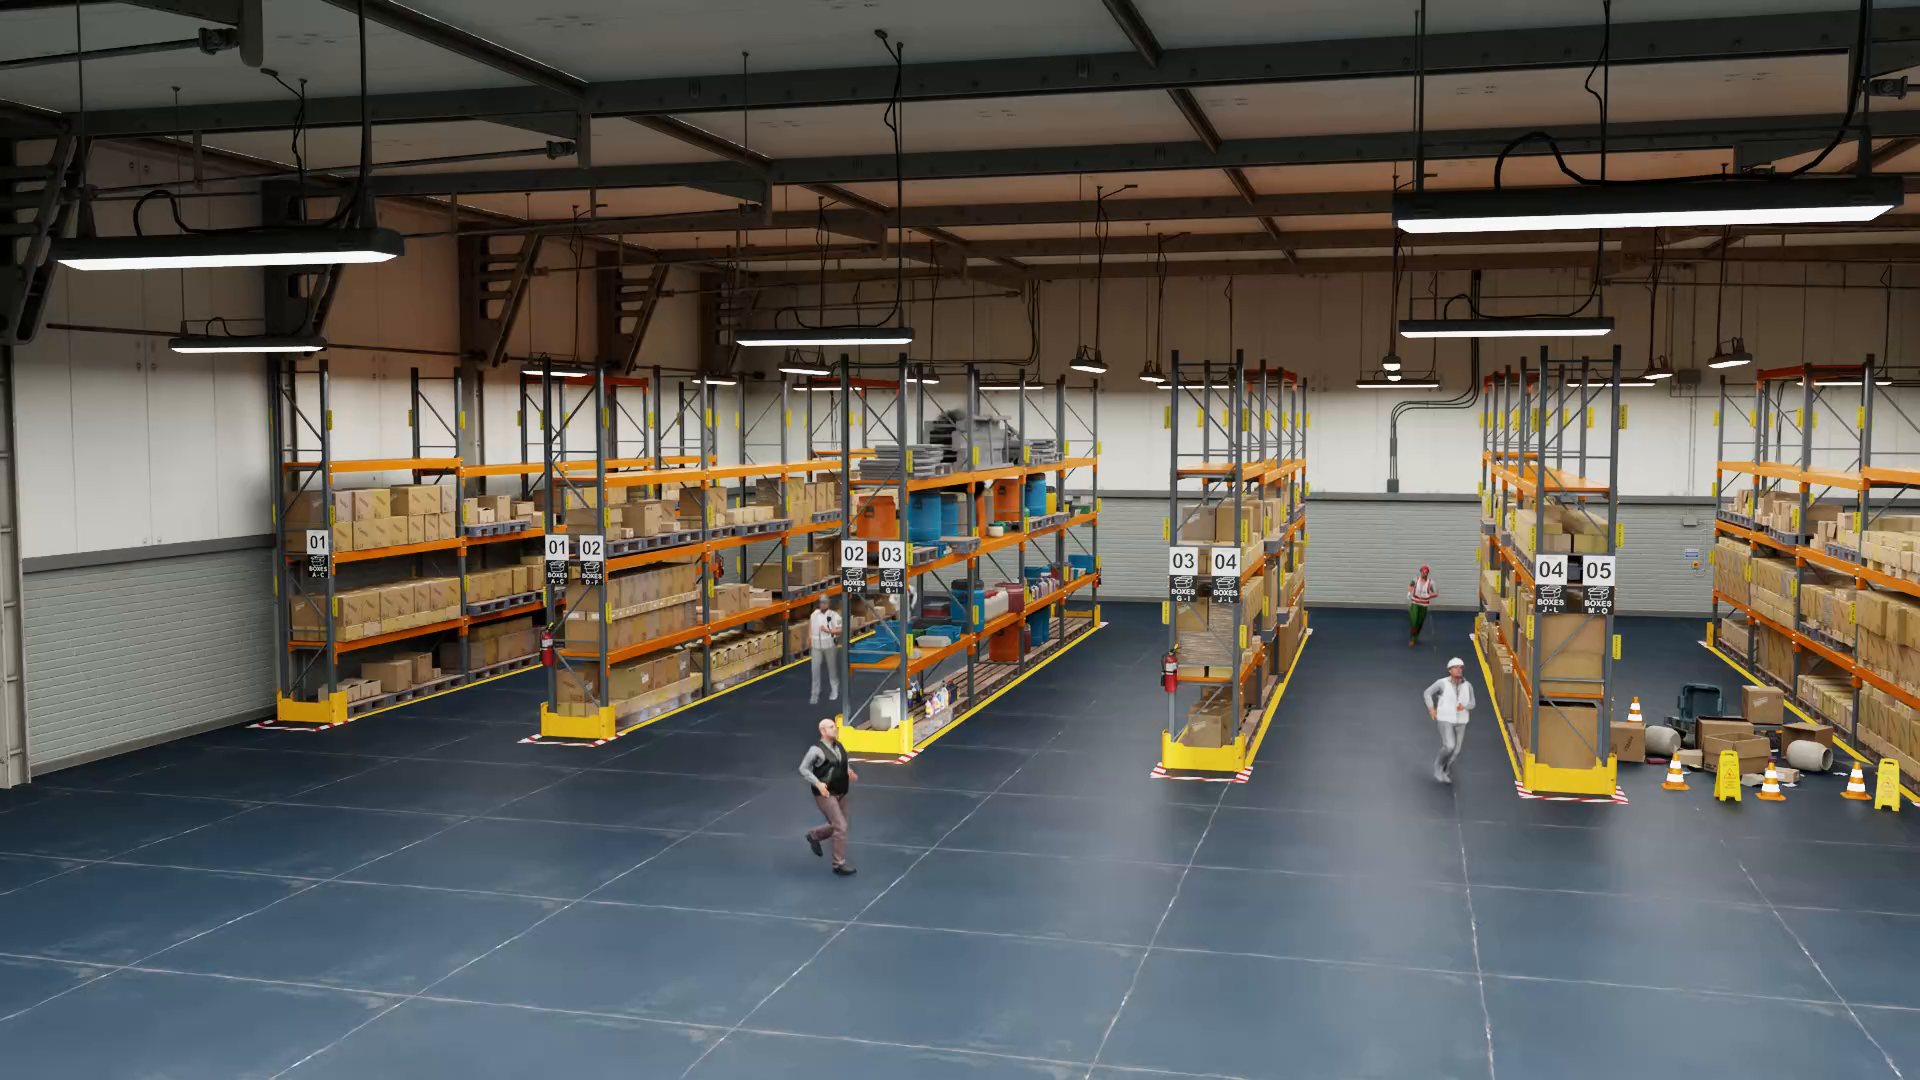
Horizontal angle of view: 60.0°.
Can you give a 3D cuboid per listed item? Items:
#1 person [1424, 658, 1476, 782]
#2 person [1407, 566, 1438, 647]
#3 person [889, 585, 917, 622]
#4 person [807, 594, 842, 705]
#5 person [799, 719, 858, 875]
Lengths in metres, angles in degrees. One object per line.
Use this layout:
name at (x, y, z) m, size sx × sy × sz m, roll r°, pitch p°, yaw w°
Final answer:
person at (6.790, 2.491, 22.891) m, size 0.640 × 1.729 × 0.618 m, roll -1°, pitch 4°, yaw -8°
person at (10.327, 1.456, 37.149) m, size 0.693 × 1.772 × 0.935 m, roll 2°, pitch 4°, yaw 21°
person at (-1.244, 1.570, 36.111) m, size 0.578 × 1.721 × 1.066 m, roll 1°, pitch 4°, yaw 12°
person at (-2.276, 1.806, 27.852) m, size 0.656 × 1.812 × 0.895 m, roll 1°, pitch 4°, yaw 11°
person at (-1.464, 2.832, 18.491) m, size 0.803 × 1.687 × 0.668 m, roll 3°, pitch 5°, yaw 36°
